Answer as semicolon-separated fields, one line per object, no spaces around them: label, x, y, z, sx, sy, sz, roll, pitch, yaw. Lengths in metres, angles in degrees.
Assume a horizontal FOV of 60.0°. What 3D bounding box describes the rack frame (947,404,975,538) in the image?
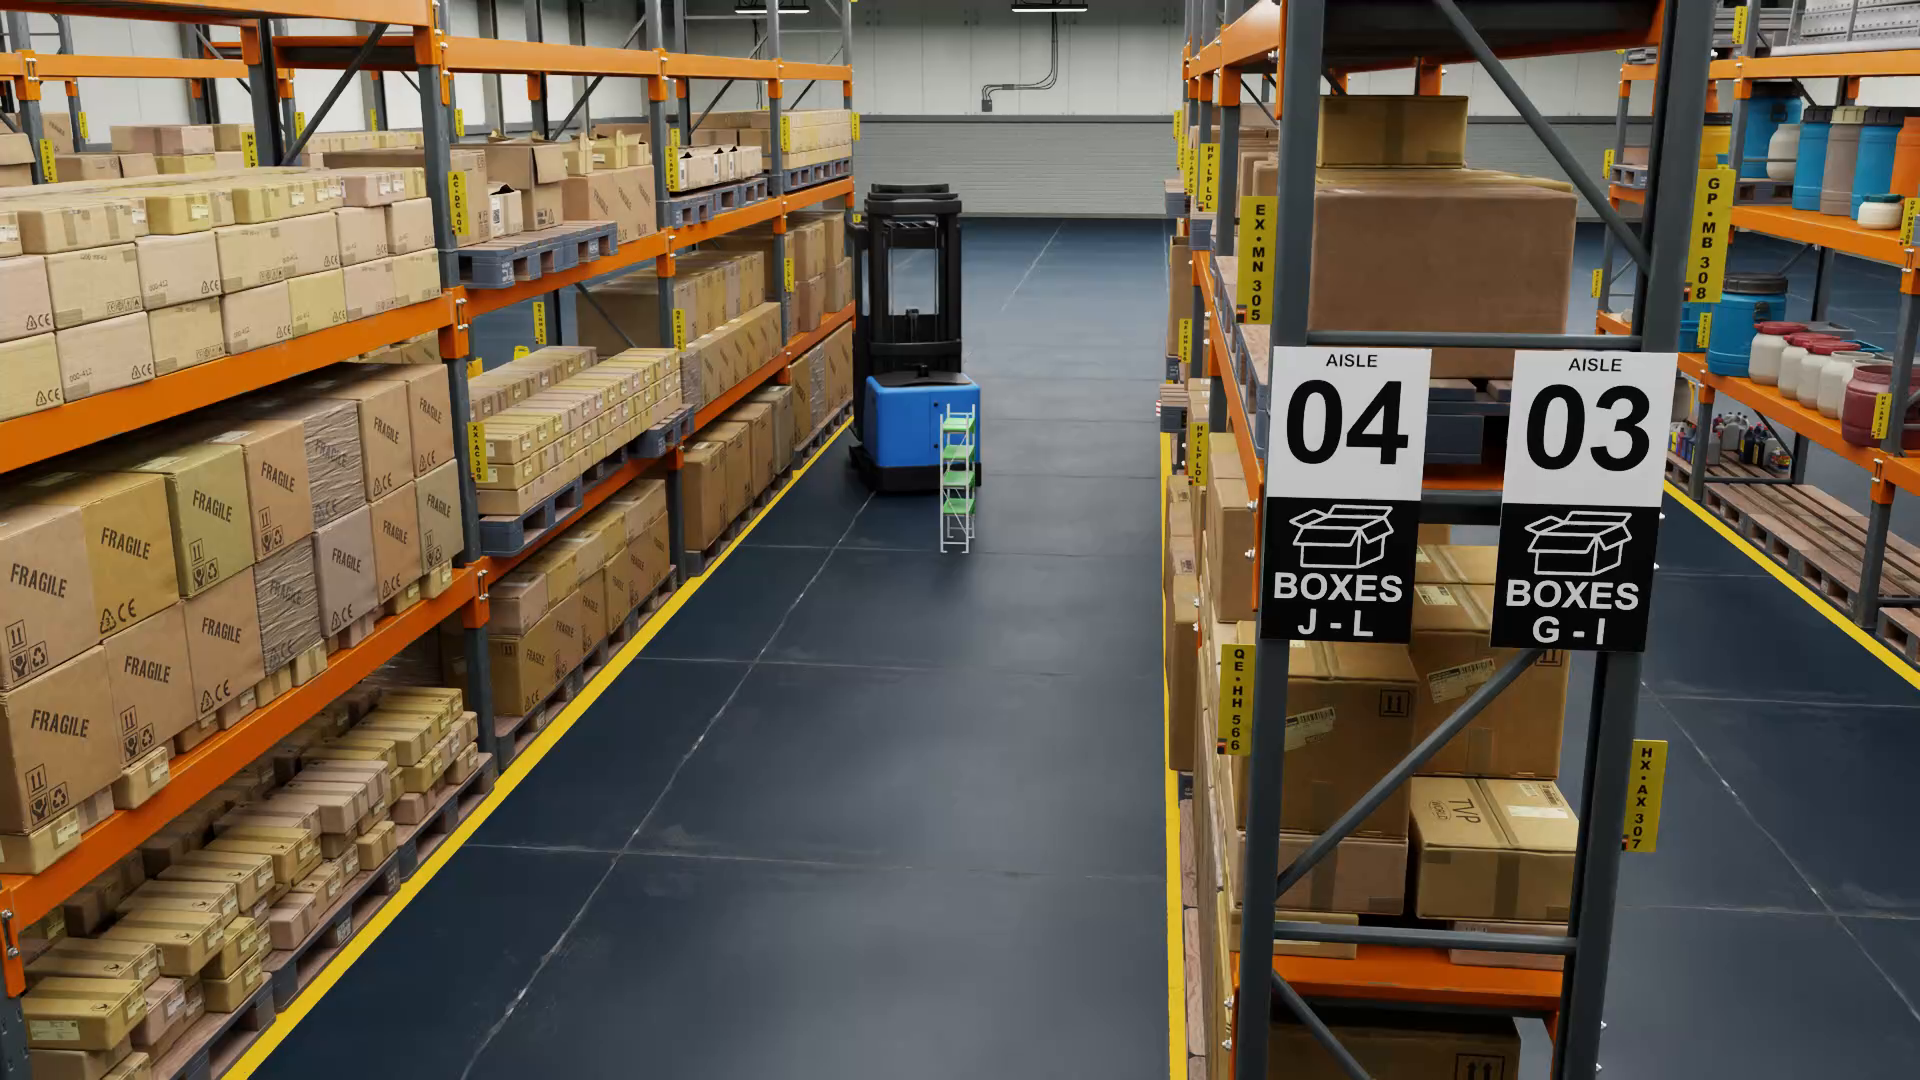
rack frame;0.009;-0.600;14.581;0.240;1.200;0.015;2;15;6

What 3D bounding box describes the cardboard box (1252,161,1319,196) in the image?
cardboard box;1.463;-1.173;6.320;0.700;0.500;0.500;2;15;9

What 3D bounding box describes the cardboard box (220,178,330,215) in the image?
cardboard box;-3.033;-1.523;7.368;0.380;0.149;0.250;1;15;4

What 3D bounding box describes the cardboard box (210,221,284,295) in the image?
cardboard box;-3.121;-1.157;6.776;0.500;0.250;0.500;1;15;4

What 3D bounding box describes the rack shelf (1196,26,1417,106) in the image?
rack shelf;1.983;-2.776;9.832;1.077;0.370;4.000;2;15;6

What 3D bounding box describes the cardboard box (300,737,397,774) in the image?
cardboard box;-3.058;1.110;8.329;0.380;0.149;0.250;2;15;8

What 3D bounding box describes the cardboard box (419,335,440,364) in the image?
cardboard box;-6.622;-2.192;20.049;0.500;0.500;0.500;2;15;8

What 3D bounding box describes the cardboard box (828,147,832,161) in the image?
cardboard box;-1.650;-4.338;18.697;0.380;0.149;0.250;2;15;7

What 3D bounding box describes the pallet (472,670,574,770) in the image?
pallet;-3.073;1.070;10.299;1.003;0.211;1.213;2;15;6

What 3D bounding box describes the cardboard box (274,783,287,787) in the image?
cardboard box;-3.483;1.243;8.405;0.380;0.149;0.250;1;15;3

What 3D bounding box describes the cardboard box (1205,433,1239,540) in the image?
cardboard box;1.449;-0.218;8.002;0.500;0.500;0.500;2;15;6

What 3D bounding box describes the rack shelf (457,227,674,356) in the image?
rack shelf;-2.934;-1.693;10.809;1.077;0.370;4.000;2;15;6

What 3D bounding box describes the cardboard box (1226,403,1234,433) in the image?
cardboard box;1.821;-0.600;9.020;0.797;0.503;0.637;1;15;5

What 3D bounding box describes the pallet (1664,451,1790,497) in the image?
pallet;7.698;-0.657;16.688;1.003;0.211;1.213;2;15;6

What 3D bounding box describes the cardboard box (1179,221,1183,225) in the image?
cardboard box;2.610;-3.165;17.942;0.500;0.500;0.500;2;15;6

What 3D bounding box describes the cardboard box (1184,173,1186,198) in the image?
cardboard box;2.452;-3.478;16.318;0.500;0.250;0.500;2;15;8

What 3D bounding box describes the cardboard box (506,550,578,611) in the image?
cardboard box;-2.756;0.246;10.553;0.500;0.250;0.500;2;15;8

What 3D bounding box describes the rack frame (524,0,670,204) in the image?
rack frame;-2.708;-4.007;12.241;1.000;3.000;0.127;2;15;6

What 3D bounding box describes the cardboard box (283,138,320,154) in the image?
cardboard box;-6.827;-4.052;17.107;0.380;0.149;0.250;1;15;5

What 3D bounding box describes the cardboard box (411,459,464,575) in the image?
cardboard box;-2.934;-0.132;8.641;0.500;0.500;0.500;2;15;6

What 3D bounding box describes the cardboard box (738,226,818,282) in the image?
cardboard box;-2.037;-3.119;18.094;0.875;0.550;0.550;2;15;6

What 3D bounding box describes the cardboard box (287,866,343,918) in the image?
cardboard box;-3.073;1.609;7.621;0.380;0.149;0.250;2;15;6

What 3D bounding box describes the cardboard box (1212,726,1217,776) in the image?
cardboard box;1.161;0.823;6.353;0.380;0.149;0.250;2;15;6

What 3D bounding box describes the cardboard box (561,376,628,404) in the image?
cardboard box;-2.456;-1.004;11.165;0.380;0.149;0.250;2;15;9

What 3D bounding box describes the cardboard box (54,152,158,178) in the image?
cardboard box;-7.494;-3.125;14.528;0.797;0.503;0.637;2;15;6

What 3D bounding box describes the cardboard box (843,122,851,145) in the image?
cardboard box;-1.583;-4.821;19.719;0.500;0.250;0.500;2;15;7

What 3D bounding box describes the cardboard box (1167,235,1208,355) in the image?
cardboard box;2.431;-2.267;15.344;1.000;1.000;1.000;2;15;7

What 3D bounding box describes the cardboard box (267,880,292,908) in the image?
cardboard box;-3.208;1.523;7.369;0.380;0.149;0.250;2;15;9

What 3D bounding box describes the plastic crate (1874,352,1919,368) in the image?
plastic crate;7.616;-1.234;13.356;0.402;0.464;0.583;2;15;6

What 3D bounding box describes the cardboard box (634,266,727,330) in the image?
cardboard box;-2.479;-2.155;14.778;0.700;0.500;0.500;2;15;6

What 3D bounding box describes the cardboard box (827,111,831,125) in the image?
cardboard box;-1.650;-4.721;18.588;0.380;0.149;0.250;1;15;5

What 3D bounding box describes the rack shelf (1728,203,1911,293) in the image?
rack shelf;7.356;-2.412;13.469;1.077;0.370;4.000;2;15;6

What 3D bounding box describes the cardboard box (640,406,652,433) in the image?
cardboard box;-2.397;-0.855;11.756;0.380;0.149;0.250;1;15;6

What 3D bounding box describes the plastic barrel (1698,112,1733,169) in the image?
plastic barrel;8.030;-4.310;17.943;0.600;0.588;0.600;0;15;0

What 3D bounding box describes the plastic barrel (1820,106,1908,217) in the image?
plastic barrel;7.666;-3.212;14.089;0.600;0.901;0.600;0;15;0

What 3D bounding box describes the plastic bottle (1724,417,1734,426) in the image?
plastic bottle;8.190;-1.176;17.638;0.152;0.276;0.135;1;15;5

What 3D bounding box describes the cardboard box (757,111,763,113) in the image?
cardboard box;-2.361;-4.609;18.173;0.380;0.149;0.250;2;15;7

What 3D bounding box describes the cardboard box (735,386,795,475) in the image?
cardboard box;-2.238;-1.102;16.495;1.050;0.750;0.750;2;15;6

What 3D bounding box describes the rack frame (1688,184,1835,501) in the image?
rack frame;7.581;-1.830;15.685;1.000;3.000;0.127;2;15;6

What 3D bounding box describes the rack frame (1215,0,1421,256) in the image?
rack frame;1.757;-2.797;7.768;1.000;3.000;0.127;2;15;6

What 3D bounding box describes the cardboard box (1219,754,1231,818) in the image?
cardboard box;1.155;0.800;5.675;0.500;0.250;0.500;1;15;5

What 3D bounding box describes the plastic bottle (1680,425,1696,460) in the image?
plastic bottle;7.389;-0.989;16.806;0.144;0.351;0.185;1;15;3

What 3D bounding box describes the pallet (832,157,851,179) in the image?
pallet;-1.879;-4.398;19.605;1.003;0.211;1.213;2;15;6

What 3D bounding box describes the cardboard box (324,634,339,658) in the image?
cardboard box;-3.106;0.468;7.666;0.380;0.149;0.250;1;15;5

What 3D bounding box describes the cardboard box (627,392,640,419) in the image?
cardboard box;-2.426;-0.928;11.453;0.380;0.149;0.250;2;15;6

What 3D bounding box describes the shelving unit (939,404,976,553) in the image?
shelving unit;-0.019;-0.536;14.347;0.258;1.200;0.503;2;15;6

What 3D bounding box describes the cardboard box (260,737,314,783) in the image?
cardboard box;-3.481;1.101;8.361;0.380;0.149;0.250;1;15;5

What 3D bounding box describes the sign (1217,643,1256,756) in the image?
sign;0.768;0.443;4.604;0.100;0.325;0.005;2;15;6

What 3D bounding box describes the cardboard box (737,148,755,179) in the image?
cardboard box;-2.178;-3.448;15.213;0.500;0.250;0.500;2;15;6

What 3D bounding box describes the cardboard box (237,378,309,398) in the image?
cardboard box;-3.496;-0.503;8.100;0.500;0.500;0.500;1;15;5

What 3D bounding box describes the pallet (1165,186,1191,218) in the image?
pallet;2.370;-2.908;14.281;1.213;0.211;1.003;2;15;6

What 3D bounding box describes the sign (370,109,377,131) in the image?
sign;-7.275;-5.191;20.693;0.100;0.325;0.005;2;15;6

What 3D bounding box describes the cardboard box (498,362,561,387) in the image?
cardboard box;-3.043;-1.164;11.756;0.380;0.149;0.250;1;15;4

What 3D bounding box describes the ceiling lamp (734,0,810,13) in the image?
ceiling lamp;-4.974;-15.649;44.114;2.000;3.185;0.800;2;15;6

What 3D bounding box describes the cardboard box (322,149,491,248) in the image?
cardboard box;-3.008;-1.868;9.080;0.700;0.500;0.500;2;15;6

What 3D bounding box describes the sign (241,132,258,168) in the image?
sign;-3.711;-1.977;8.734;0.100;0.325;0.005;2;15;6

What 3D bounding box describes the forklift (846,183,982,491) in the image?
forklift;-0.574;-2.225;17.275;1.130;2.935;3.031;-3;15;-11

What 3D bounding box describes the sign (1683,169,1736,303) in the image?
sign;1.857;-0.754;4.132;0.100;0.325;0.005;2;15;6
